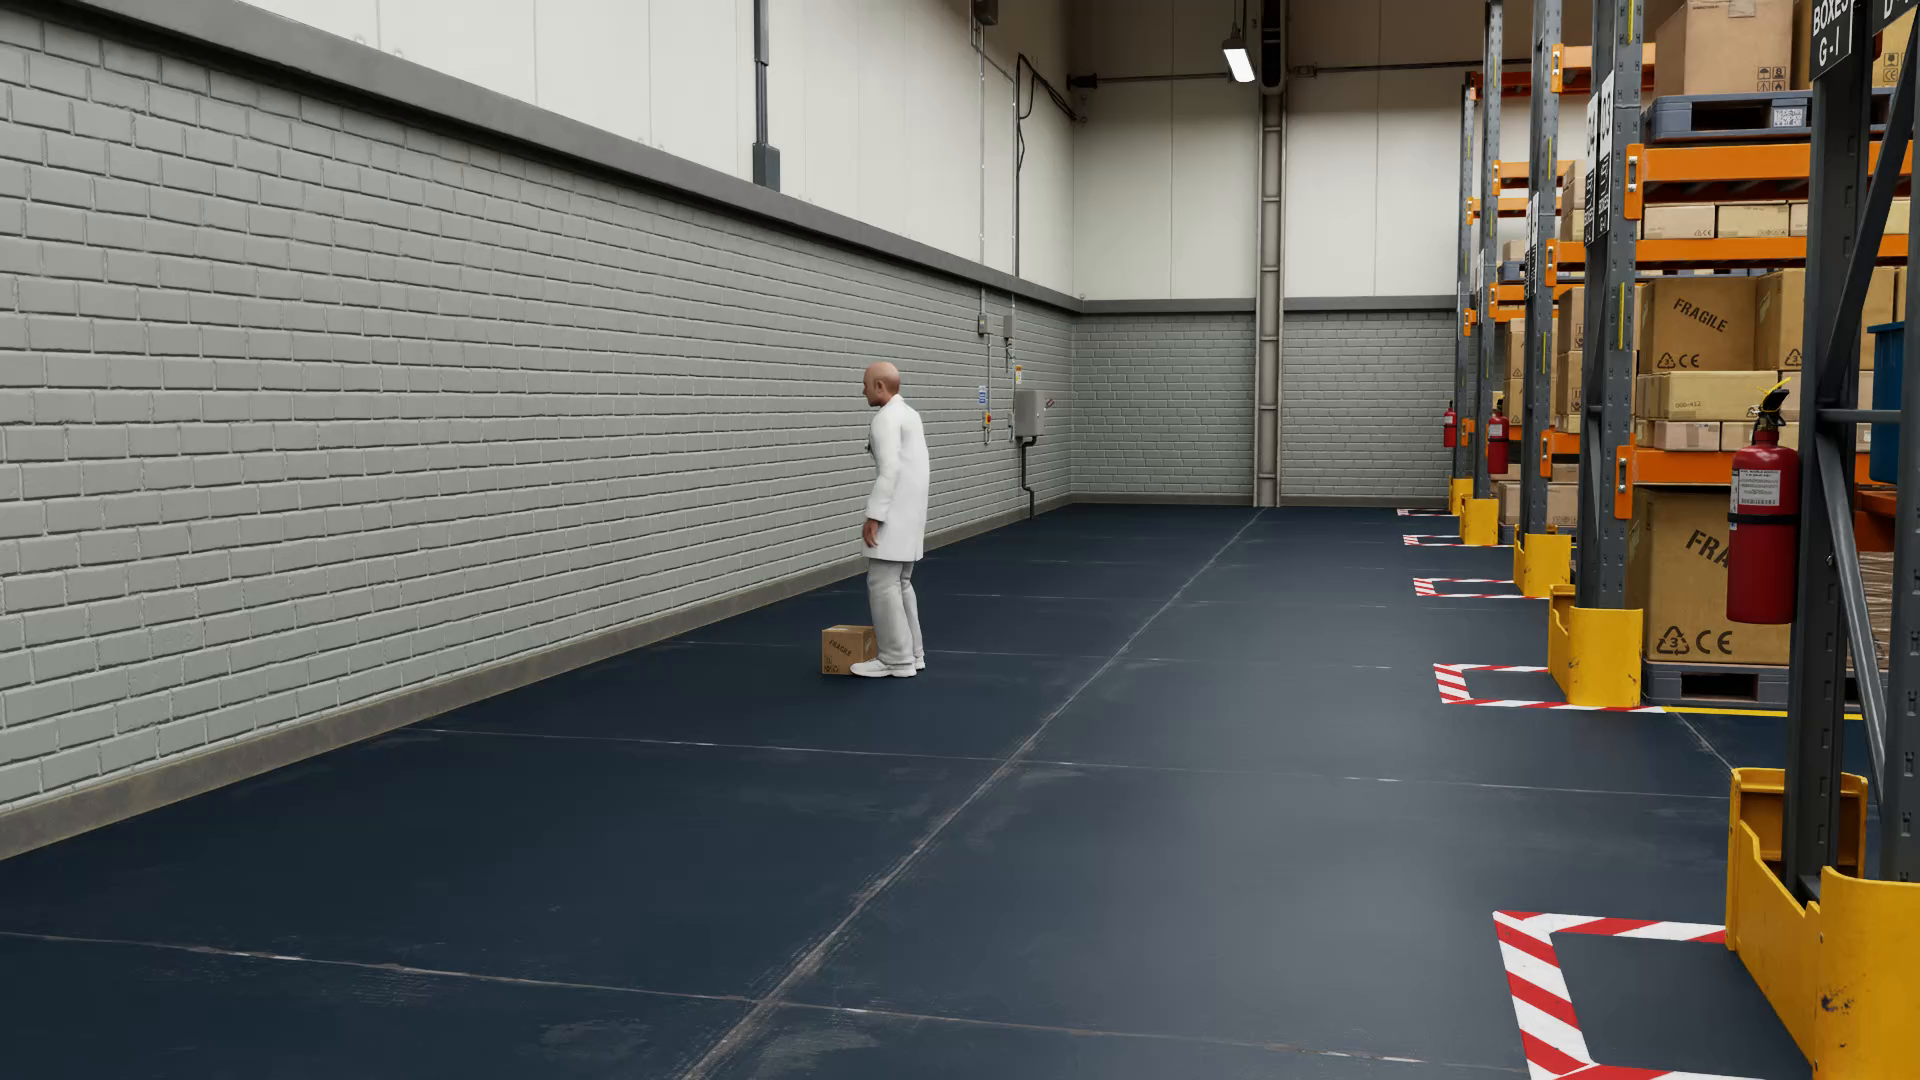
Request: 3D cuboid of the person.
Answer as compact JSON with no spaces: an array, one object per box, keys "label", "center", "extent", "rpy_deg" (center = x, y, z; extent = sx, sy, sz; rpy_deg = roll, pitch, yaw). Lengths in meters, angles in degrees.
[{"label":"person","center":[-0.390,-0.123,9.448],"extent":[0.424,1.774,0.644],"rpy_deg":[1,5,14]}]
